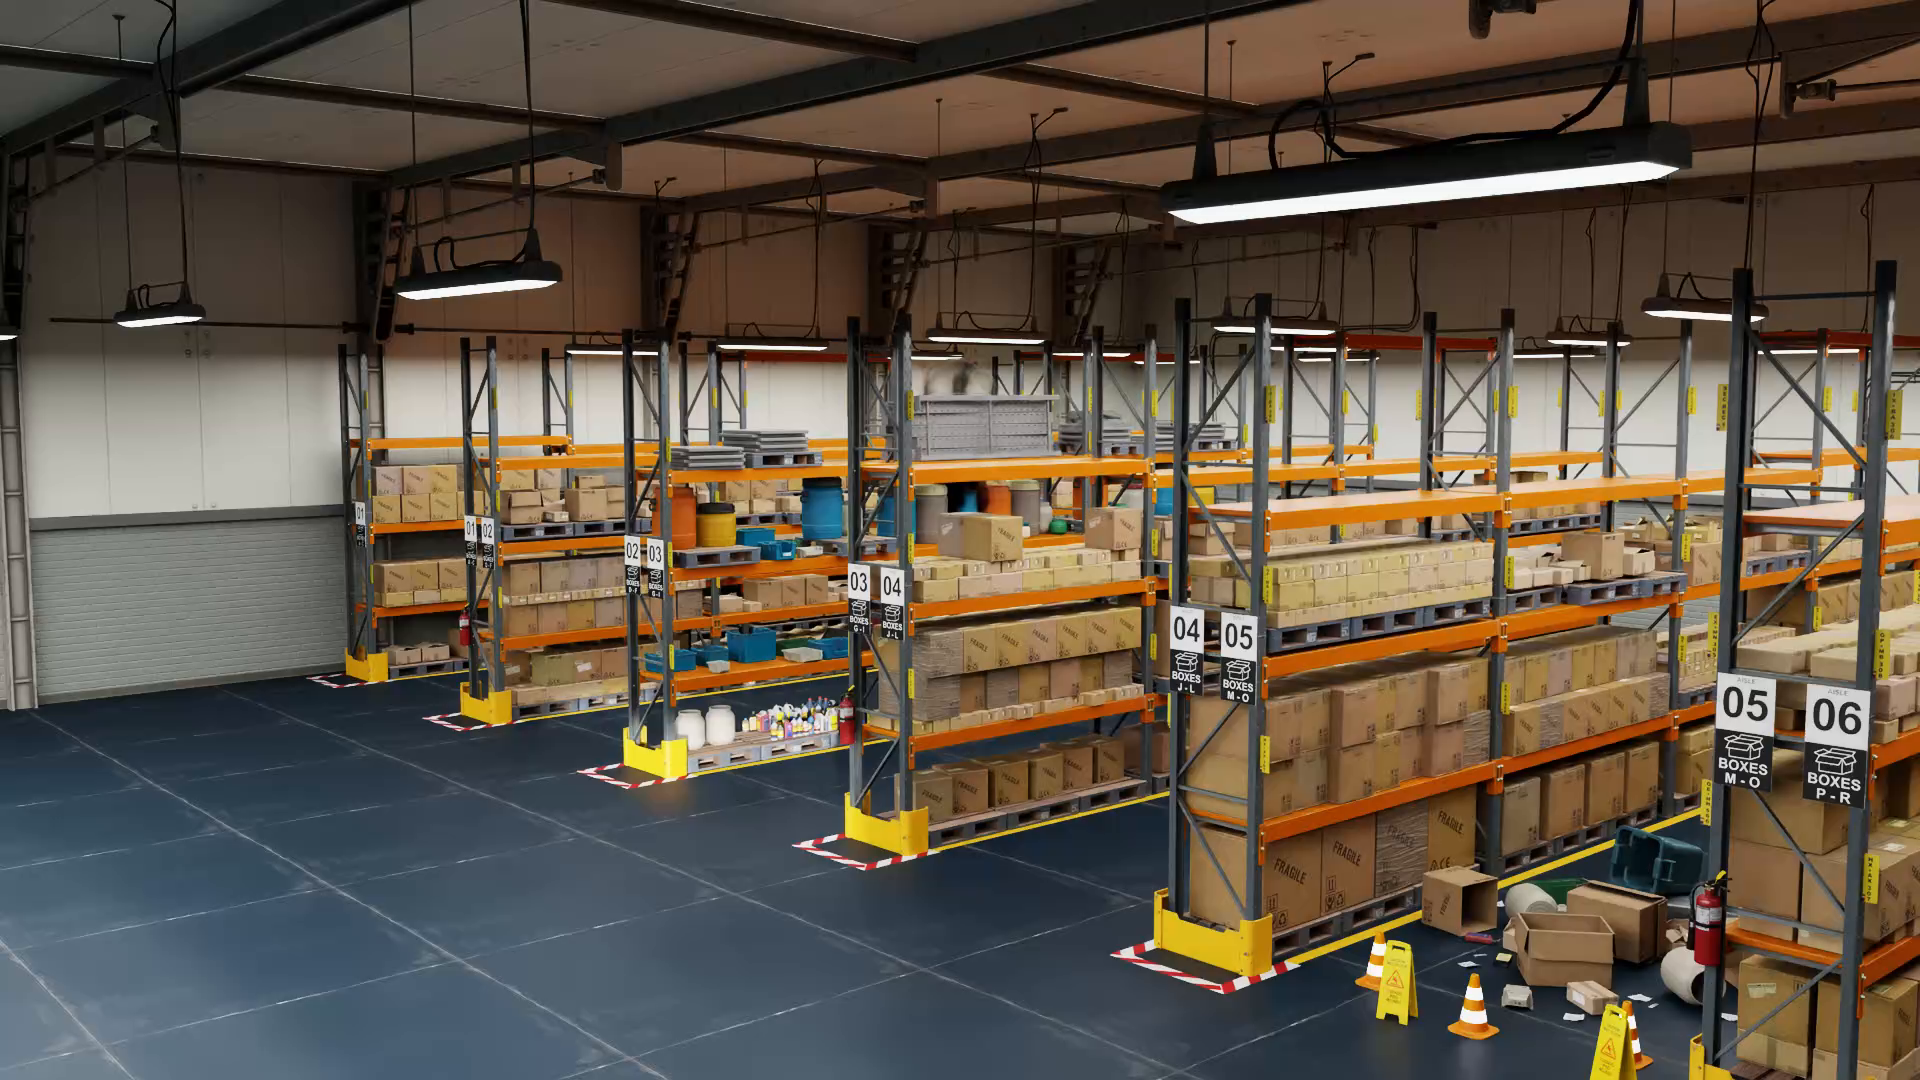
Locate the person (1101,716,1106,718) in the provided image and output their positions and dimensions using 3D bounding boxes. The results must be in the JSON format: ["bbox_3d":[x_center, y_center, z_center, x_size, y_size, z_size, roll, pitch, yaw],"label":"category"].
[{"bbox_3d":[2.232,1.806,24.965,0.625,1.665,0.658,4,6,35],"label":"person"}]
